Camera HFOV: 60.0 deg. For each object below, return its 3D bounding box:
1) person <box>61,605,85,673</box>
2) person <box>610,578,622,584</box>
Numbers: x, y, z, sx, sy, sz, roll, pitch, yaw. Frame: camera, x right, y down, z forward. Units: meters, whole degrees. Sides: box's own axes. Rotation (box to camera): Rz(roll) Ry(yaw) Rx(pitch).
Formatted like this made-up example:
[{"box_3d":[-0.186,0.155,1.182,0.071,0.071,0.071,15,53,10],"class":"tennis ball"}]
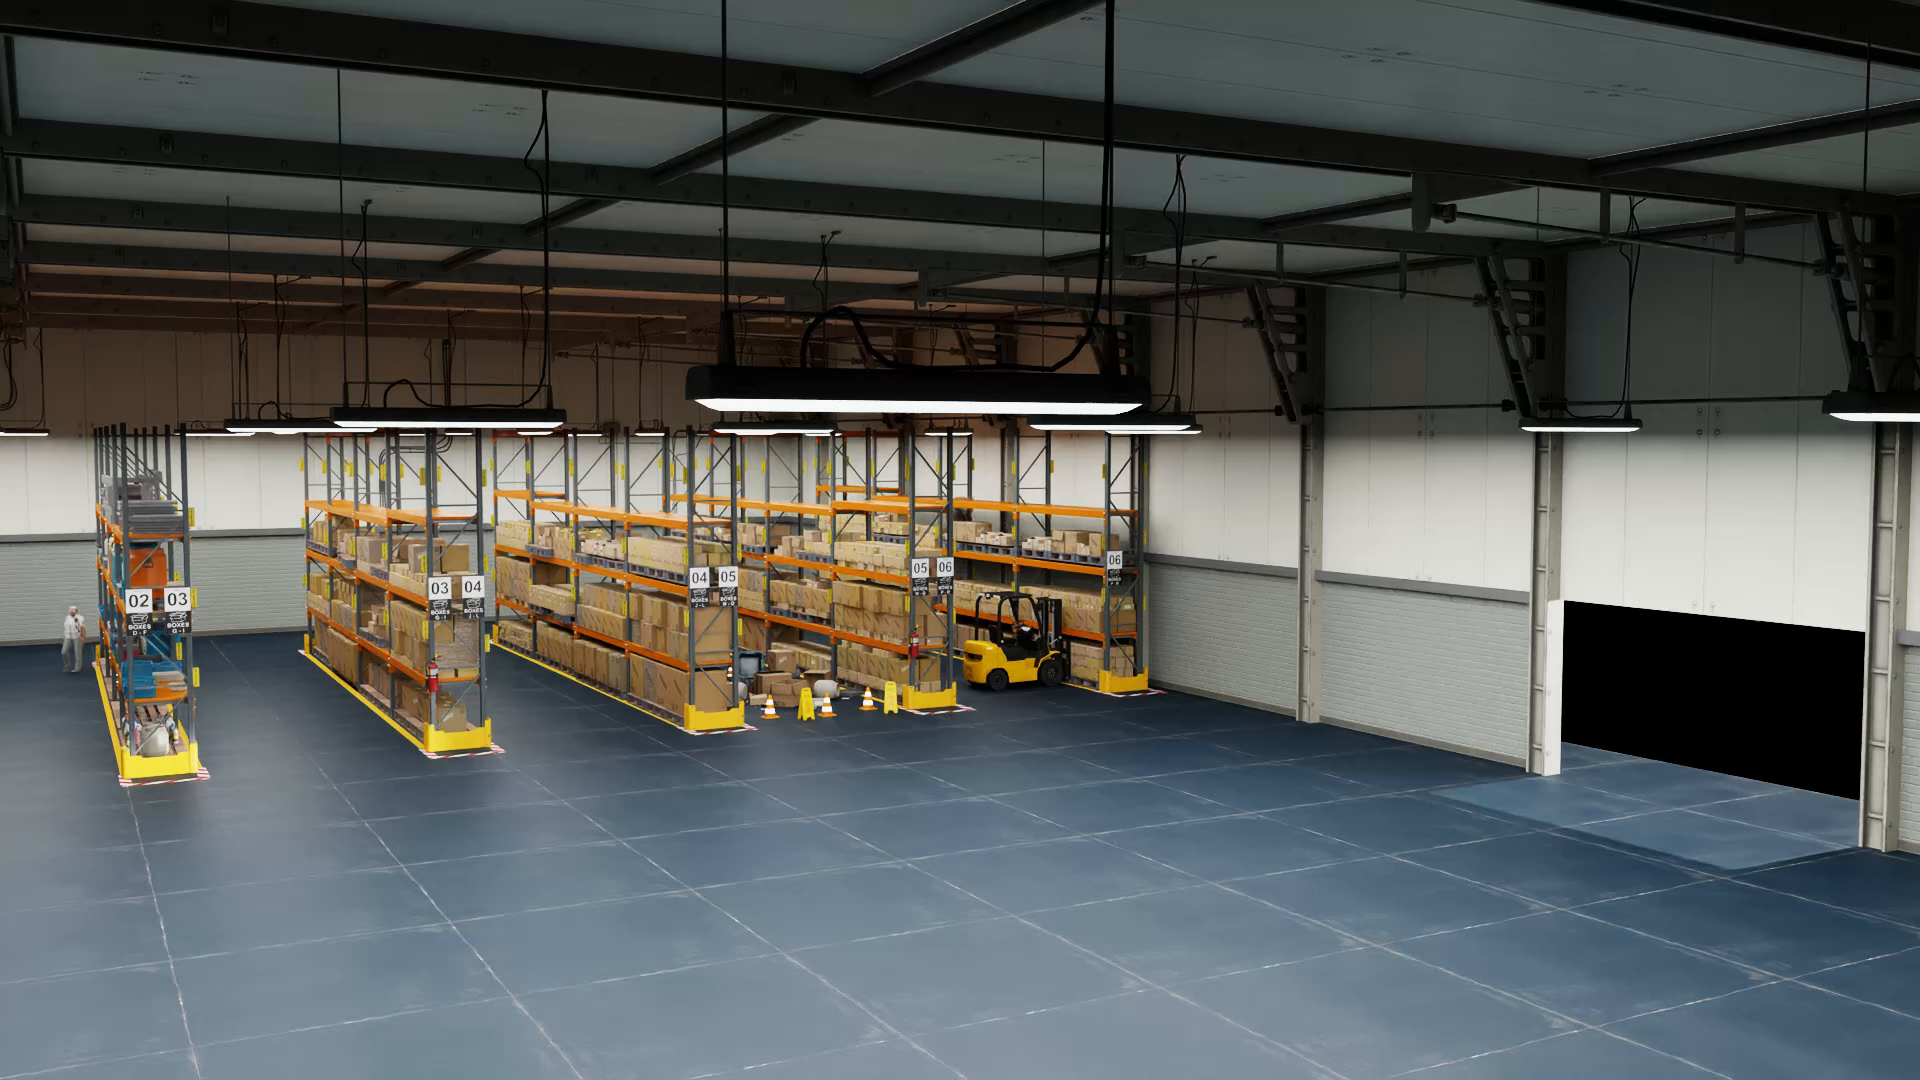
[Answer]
[{"box_3d":[-21.810,2.440,40.896,0.605,1.688,0.421,0,3,-3],"class":"person"},{"box_3d":[-10.916,1.759,52.849,0.480,1.638,0.341,0,3,-5],"class":"person"}]
